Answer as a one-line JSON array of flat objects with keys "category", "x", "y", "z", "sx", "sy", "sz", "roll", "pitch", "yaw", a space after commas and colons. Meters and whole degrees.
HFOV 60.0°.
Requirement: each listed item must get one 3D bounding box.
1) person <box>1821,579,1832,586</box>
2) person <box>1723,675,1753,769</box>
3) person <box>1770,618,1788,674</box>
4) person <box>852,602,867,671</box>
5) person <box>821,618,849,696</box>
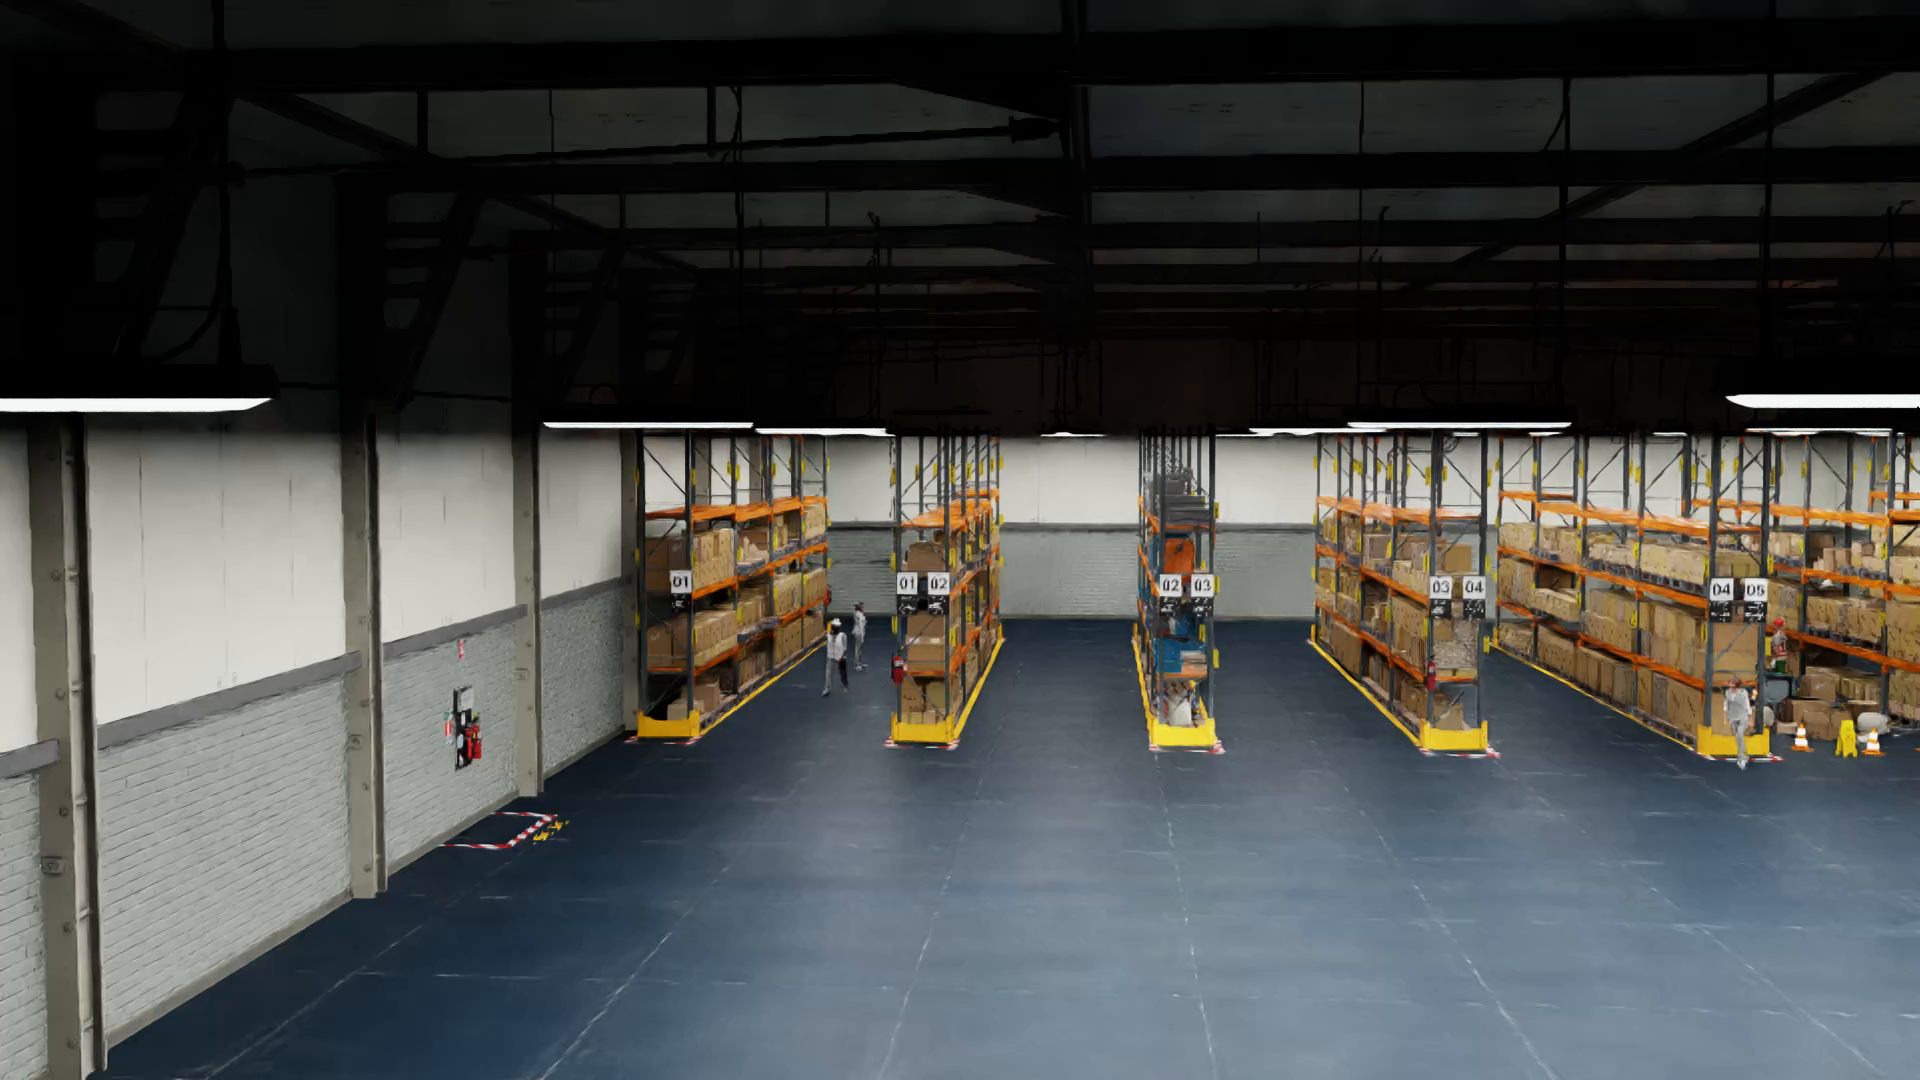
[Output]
[{"category": "person", "x": 24.483, "y": 1.986, "z": 46.805, "sx": 0.395, "sy": 1.760, "sz": 0.660, "roll": -2, "pitch": 4, "yaw": -28}, {"category": "person", "x": 13.651, "y": 3.159, "z": 29.096, "sx": 0.466, "sy": 1.608, "sz": 0.514, "roll": -2, "pitch": 4, "yaw": -29}, {"category": "person", "x": 17.834, "y": 2.602, "z": 36.344, "sx": 0.583, "sy": 1.785, "sz": 0.661, "roll": 2, "pitch": 4, "yaw": 30}, {"category": "person", "x": -2.458, "y": 2.366, "z": 41.160, "sx": 0.433, "sy": 1.684, "sz": 0.553, "roll": -1, "pitch": 4, "yaw": -21}, {"category": "person", "x": -2.752, "y": 2.601, "z": 37.069, "sx": 0.539, "sy": 1.715, "sz": 1.031, "roll": 1, "pitch": 4, "yaw": 13}]
